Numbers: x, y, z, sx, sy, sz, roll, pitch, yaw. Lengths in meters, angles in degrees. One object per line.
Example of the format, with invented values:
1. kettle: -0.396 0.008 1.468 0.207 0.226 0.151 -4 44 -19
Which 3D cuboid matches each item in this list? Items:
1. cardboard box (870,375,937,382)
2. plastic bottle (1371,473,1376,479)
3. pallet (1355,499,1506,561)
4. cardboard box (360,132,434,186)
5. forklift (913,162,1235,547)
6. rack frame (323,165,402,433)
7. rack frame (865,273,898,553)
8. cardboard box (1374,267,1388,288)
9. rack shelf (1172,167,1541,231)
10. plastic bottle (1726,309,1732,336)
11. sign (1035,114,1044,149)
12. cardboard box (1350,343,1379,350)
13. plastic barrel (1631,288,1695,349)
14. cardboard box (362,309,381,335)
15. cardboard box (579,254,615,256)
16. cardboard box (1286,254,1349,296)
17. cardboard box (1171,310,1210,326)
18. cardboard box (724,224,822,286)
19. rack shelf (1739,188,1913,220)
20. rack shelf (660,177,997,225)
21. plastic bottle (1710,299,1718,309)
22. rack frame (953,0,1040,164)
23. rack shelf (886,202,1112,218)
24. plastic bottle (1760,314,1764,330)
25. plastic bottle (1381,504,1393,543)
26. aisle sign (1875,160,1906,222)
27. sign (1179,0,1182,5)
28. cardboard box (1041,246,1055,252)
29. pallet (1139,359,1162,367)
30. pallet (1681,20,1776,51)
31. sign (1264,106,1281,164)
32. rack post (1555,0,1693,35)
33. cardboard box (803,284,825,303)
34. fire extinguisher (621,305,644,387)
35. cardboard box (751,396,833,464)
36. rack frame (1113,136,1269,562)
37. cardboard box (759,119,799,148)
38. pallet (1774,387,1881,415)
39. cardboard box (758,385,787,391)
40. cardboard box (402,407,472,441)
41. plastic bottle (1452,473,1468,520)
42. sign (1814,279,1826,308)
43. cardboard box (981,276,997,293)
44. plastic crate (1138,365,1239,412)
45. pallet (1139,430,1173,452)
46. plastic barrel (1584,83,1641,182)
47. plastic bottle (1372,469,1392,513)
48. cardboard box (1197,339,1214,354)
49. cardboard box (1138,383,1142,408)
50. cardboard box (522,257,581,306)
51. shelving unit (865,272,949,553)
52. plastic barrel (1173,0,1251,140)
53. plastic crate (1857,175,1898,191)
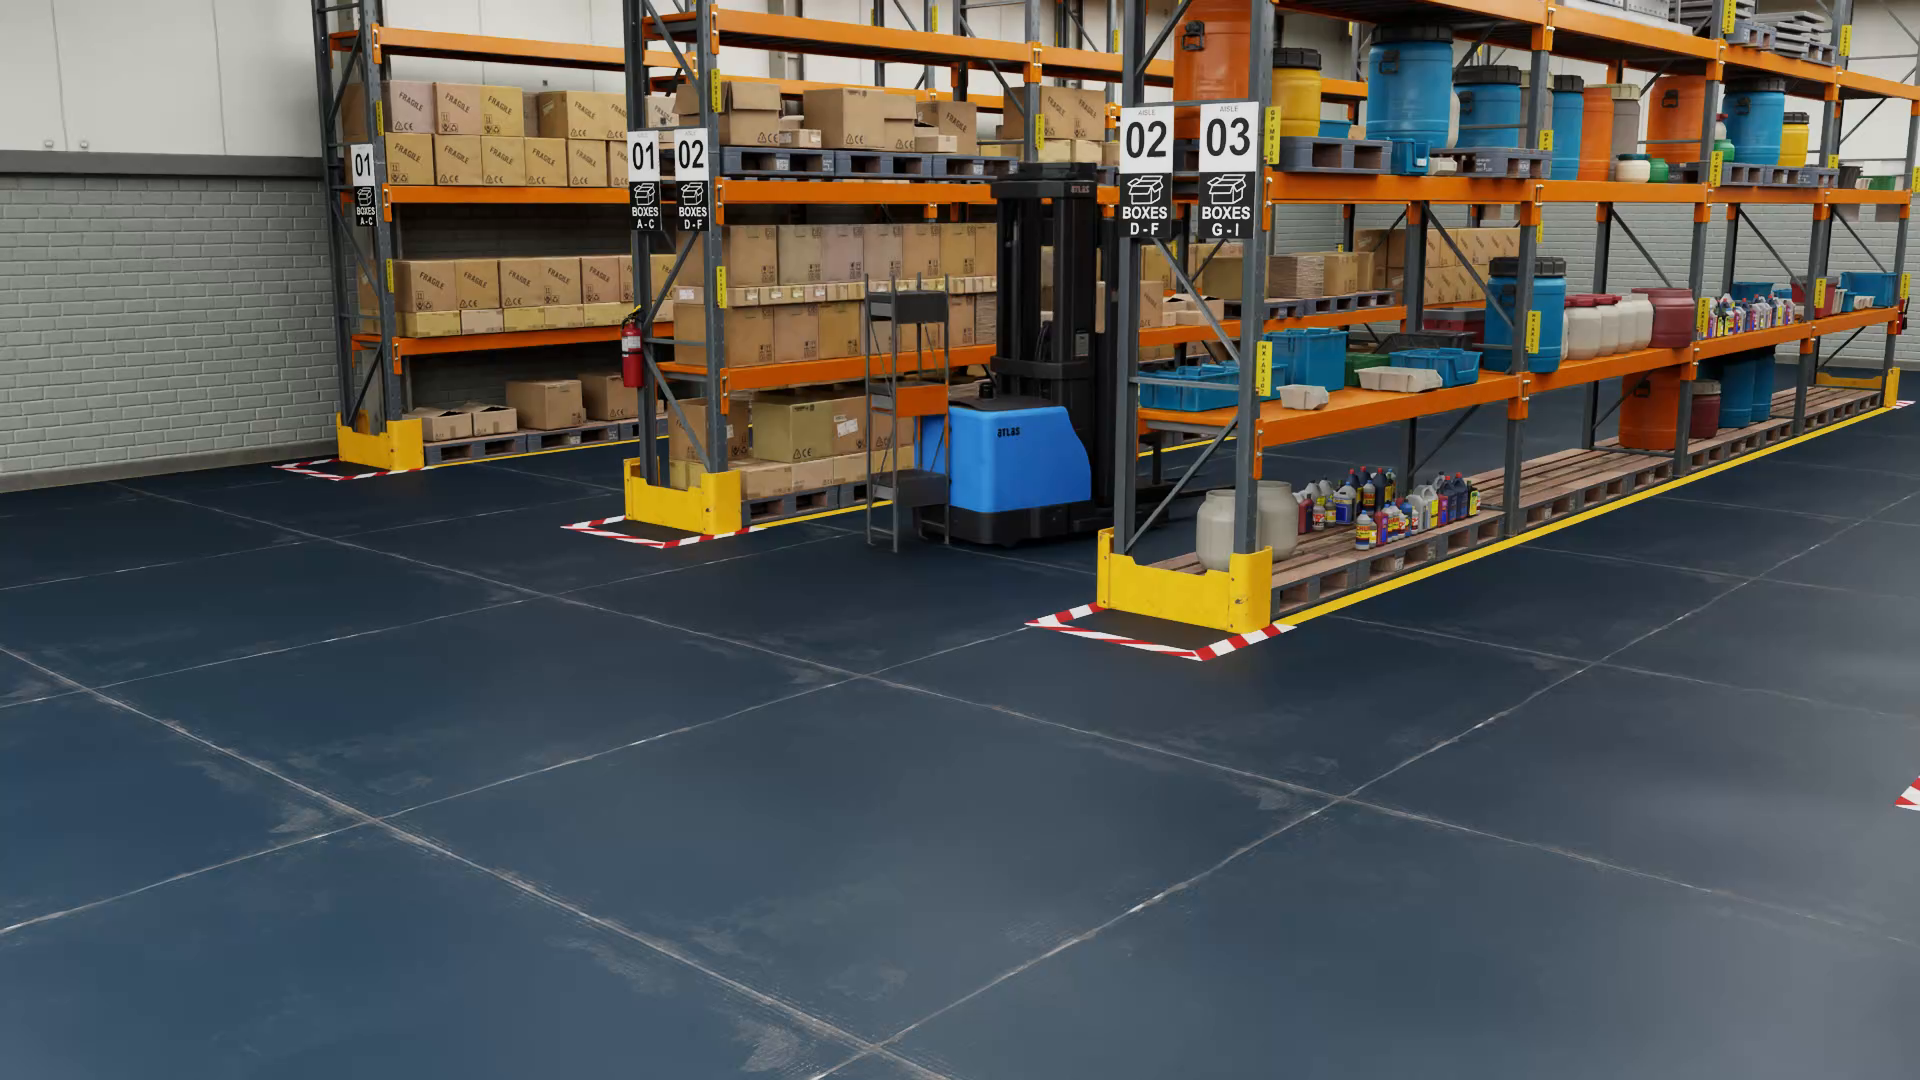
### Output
1. cardboard box: -0.524 -1.321 16.198 0.500 0.500 0.500 10 15 40
2. plastic bottle: 3.327 -0.395 13.364 0.152 0.276 0.135 10 15 42
3. pallet: 3.585 -0.096 13.152 1.003 0.211 1.213 10 15 40
4. cardboard box: -5.614 -3.796 16.592 0.500 0.500 0.500 10 15 42
5. forklift: 1.106 -1.585 13.663 3.031 2.935 1.130 -8 14 -35
6. rack frame: -6.023 -2.249 16.813 1.000 3.000 0.127 10 15 40
7. rack frame: -0.601 -0.963 12.672 0.015 2.100 0.400 -8 14 -35
8. cardboard box: 5.759 -3.530 22.973 0.500 0.500 0.500 10 15 41
9. rack shelf: 2.739 -2.381 11.650 1.077 0.370 4.000 10 15 40
10. plastic bottle: 7.871 -2.239 17.092 0.097 0.271 0.097 0 11 0
11. sign: 0.759 -3.889 15.846 0.100 0.325 0.005 10 15 40
12. cardboard box: 5.785 -2.485 23.254 0.500 0.500 0.500 10 15 40
13. plastic barrel: 6.621 -2.104 15.742 0.600 0.536 0.708 10 15 40
14. cardboard box: -5.860 -2.279 17.296 0.500 0.250 0.500 10 15 41
15. cardboard box: -4.194 -3.024 19.109 0.500 0.500 0.500 10 15 40
16. cardboard box: 4.502 -3.362 21.057 0.700 0.500 0.500 6 13 26
17. cardboard box: 2.596 -2.495 18.686 0.380 0.149 0.250 10 15 40
18. cardboard box: -1.603 -2.447 14.238 0.700 0.500 0.500 9 15 39
19. rack shelf: 10.661 -4.146 20.490 1.077 0.370 4.000 10 15 40
20. rack shelf: -0.979 -3.022 14.859 1.077 0.370 4.000 10 15 40
21. plastic bottle: 8.507 -2.600 18.888 0.152 0.276 0.135 10 15 40
22. rack frame: 0.341 -5.140 15.968 1.000 3.000 0.127 10 15 40
23. rack shelf: 0.578 -4.839 23.956 1.077 0.370 4.000 10 15 40
24. plastic bottle: 8.604 -2.368 17.917 0.097 0.201 0.097 0 11 0
25. plastic bottle: 3.076 -0.123 12.011 0.097 0.271 0.097 0 11 0
26. aisle sign: 12.249 -4.570 21.795 0.394 0.787 0.004 10 15 40
27. sign: 2.568 -6.294 19.160 0.100 0.325 0.005 10 15 40
28. cardboard box: 1.101 -4.336 24.283 0.500 0.250 0.500 10 15 41
29. pallet: 2.459 -2.749 26.435 1.003 0.211 1.213 10 15 40
30. pallet: 7.199 -4.900 16.275 1.213 0.211 1.003 10 15 40
31. sign: 1.830 -2.372 9.746 0.100 0.325 0.005 10 15 40
32. rack post: 5.295 -4.897 14.246 1.013 1.000 3.121 10 15 40
33. cardboard box: -1.372 -2.119 14.249 0.380 0.149 0.250 9 15 39
34. fire extinguisher: -2.726 -1.614 13.831 0.296 0.674 0.183 10 15 40
35. cardboard box: -1.449 -0.958 14.385 0.500 0.500 0.500 10 15 40
36. rack frame: 1.419 -0.968 10.400 1.000 3.000 0.127 10 15 40
37. cardboard box: -1.737 -3.485 14.294 0.500 0.250 0.500 10 15 40
38. pallet: 11.407 -1.838 21.877 1.003 0.211 1.213 10 15 40
39. cardboard box: -2.605 -2.020 20.928 0.700 0.500 0.500 9 15 39
40. cardboard box: -5.498 -1.236 17.485 0.500 0.311 0.500 8 14 34
41. plastic bottle: 3.851 -0.341 12.902 0.144 0.351 0.185 9 15 39
42. sign: 9.753 -2.798 18.855 0.100 0.325 0.005 10 15 40
43. cardboard box: 0.158 -2.461 15.963 0.380 0.149 0.250 9 15 39
44. plastic crate: 1.525 -1.008 10.977 0.499 0.251 0.616 10 15 40
45. pallet: 1.604 -1.124 18.300 1.003 0.211 1.213 10 15 40
46. plastic barrel: 5.995 -3.769 15.486 0.600 0.901 0.600 0 11 0
47. plastic bottle: 3.323 -0.390 13.144 0.144 0.351 0.185 10 15 40
48. cardboard box: 3.822 -3.394 27.854 0.700 0.500 0.500 10 15 40
49. cardboard box: 1.815 -1.585 18.006 0.500 0.311 0.500 10 15 42
50. cardboard box: -4.470 -2.809 18.032 0.500 0.500 0.500 10 15 42
51. shelving unit: -0.404 -0.991 12.813 0.503 2.100 0.431 -8 14 -35
52. plastic barrel: 1.645 -2.944 10.463 0.600 0.830 0.708 10 15 40
53. plastic crate: 11.544 -4.507 21.002 0.450 0.188 0.336 10 15 40
